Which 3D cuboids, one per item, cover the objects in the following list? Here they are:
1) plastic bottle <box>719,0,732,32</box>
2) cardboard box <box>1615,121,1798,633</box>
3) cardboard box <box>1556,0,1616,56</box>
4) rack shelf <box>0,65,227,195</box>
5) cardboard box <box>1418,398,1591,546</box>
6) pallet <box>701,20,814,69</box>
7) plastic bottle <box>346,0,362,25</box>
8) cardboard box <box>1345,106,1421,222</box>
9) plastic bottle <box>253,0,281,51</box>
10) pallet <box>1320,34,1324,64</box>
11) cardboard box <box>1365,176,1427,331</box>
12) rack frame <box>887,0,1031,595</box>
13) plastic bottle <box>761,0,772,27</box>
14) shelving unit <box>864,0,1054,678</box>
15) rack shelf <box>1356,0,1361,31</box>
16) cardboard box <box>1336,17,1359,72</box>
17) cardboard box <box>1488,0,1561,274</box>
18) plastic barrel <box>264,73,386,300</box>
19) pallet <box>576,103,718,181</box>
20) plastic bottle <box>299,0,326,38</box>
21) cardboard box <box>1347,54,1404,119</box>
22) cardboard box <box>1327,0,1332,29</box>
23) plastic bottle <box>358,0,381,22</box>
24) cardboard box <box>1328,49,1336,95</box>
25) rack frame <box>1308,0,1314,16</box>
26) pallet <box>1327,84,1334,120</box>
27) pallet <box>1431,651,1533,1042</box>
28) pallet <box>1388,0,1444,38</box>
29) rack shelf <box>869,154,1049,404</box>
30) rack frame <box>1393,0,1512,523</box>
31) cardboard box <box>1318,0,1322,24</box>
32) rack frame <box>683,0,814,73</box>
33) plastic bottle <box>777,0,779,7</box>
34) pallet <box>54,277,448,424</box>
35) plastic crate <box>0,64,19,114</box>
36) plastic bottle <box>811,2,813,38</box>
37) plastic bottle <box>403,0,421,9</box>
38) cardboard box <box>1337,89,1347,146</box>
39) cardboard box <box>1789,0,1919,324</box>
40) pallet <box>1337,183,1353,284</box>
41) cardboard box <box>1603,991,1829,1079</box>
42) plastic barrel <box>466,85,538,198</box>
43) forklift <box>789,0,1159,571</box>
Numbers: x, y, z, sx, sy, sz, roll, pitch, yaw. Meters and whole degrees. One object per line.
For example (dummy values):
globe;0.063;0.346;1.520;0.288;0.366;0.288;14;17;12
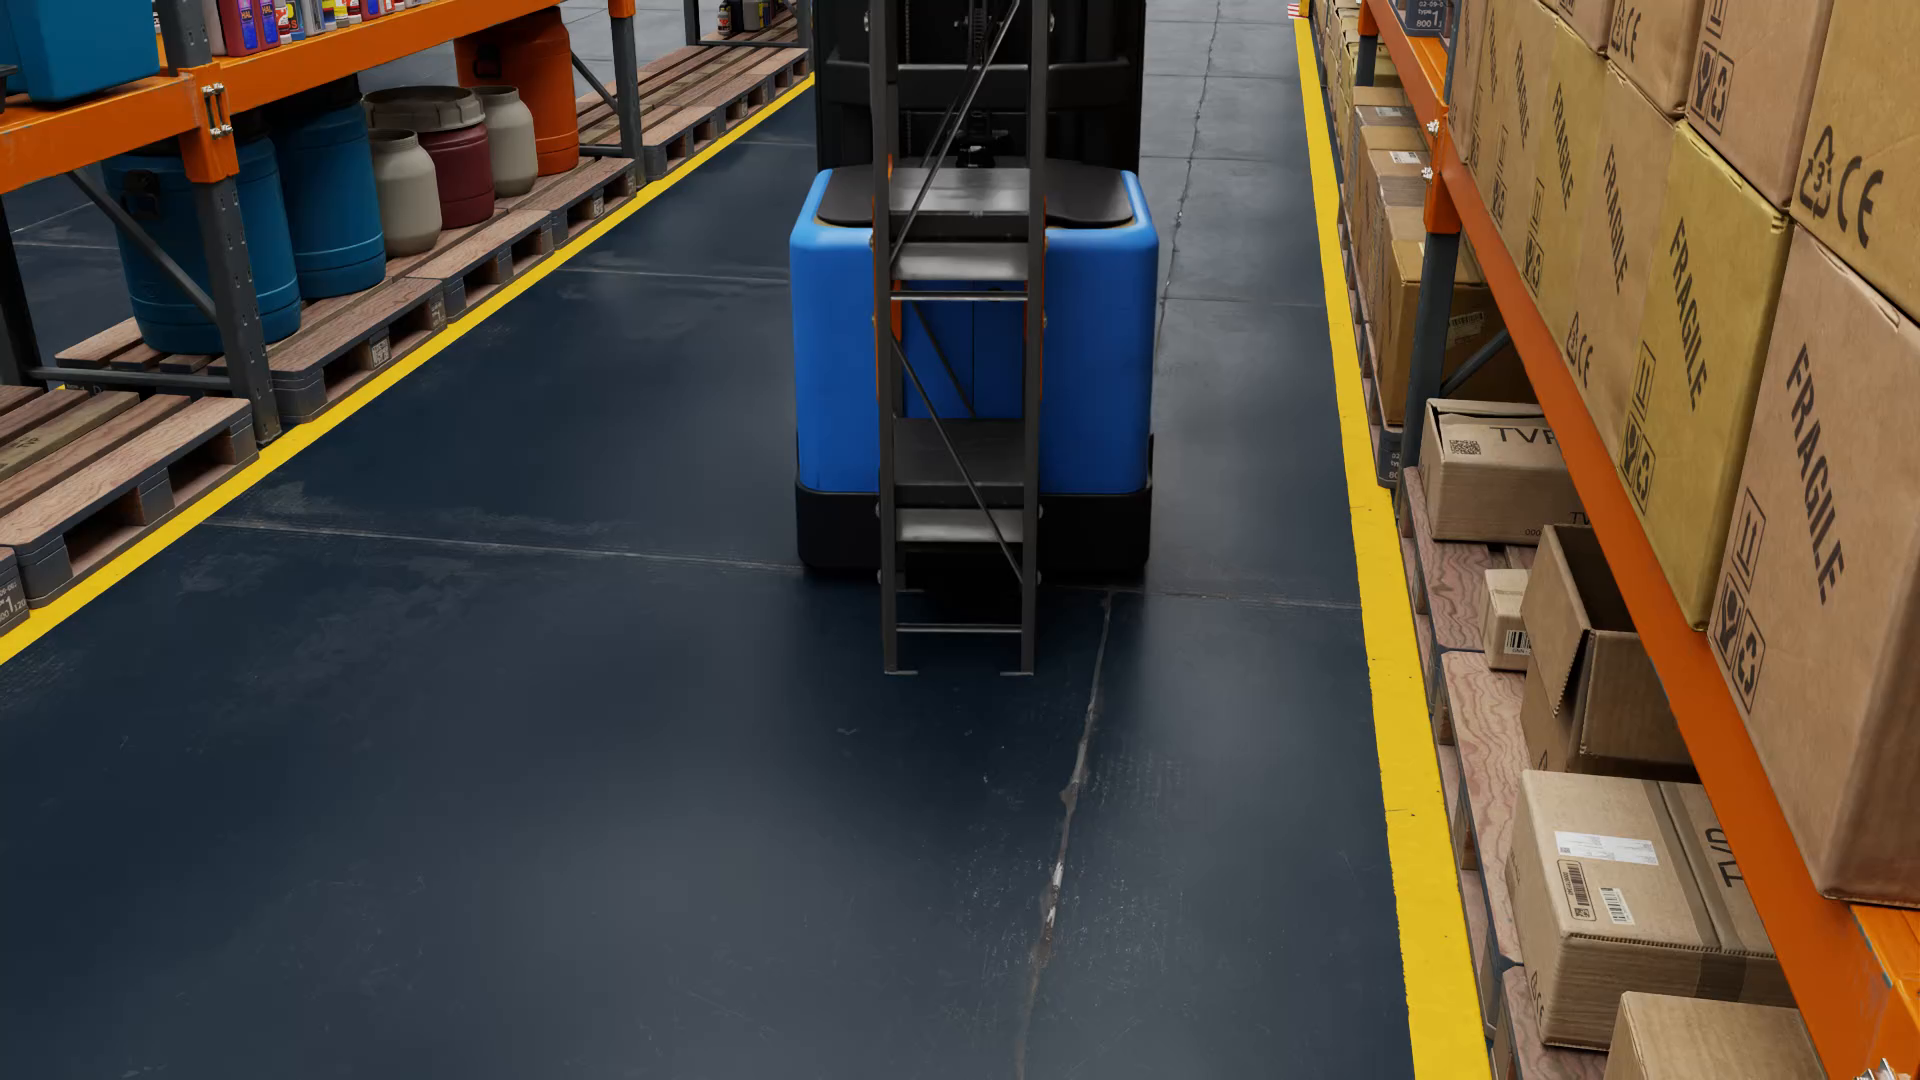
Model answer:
plastic bottle;-1.915;-4.290;13.562;0.061;0.283;0.133;5;26;11
cardboard box;1.143;-0.202;2.026;0.500;0.500;0.500;4;25;9
cardboard box;1.304;-1.080;2.722;0.500;0.500;0.500;5;26;10
rack shelf;-3.302;-0.589;3.818;1.077;0.370;4.000;4;25;9
cardboard box;1.629;-0.227;4.850;0.500;0.311;0.500;4;25;9
pallet;-1.517;-4.112;13.786;1.003;0.211;1.213;4;25;9
plastic bottle;-2.386;-2.109;6.453;0.097;0.201;0.097;0;25;0
cardboard box;2.128;-1.757;7.894;0.500;0.500;0.500;3;25;7
plastic bottle;-2.473;-1.878;5.861;0.061;0.283;0.133;4;25;9
pallet;3.390;-3.819;13.160;1.003;0.211;1.213;4;25;9
cardboard box;1.880;-1.116;6.525;0.500;0.500;0.500;4;25;9
rack frame;0.007;-0.792;4.465;0.400;2.100;0.015;0;25;1
plastic bottle;-1.665;-4.433;13.875;0.152;0.276;0.135;4;25;9
shelving unit;0.002;-0.689;4.244;0.431;2.100;0.503;0;25;1
rack shelf;2.891;-3.590;10.230;1.077;0.370;4.000;4;25;9
cardboard box;2.655;-3.153;10.533;0.500;0.311;0.500;5;25;10
cardboard box;1.394;-0.834;3.375;0.500;0.500;0.500;4;25;8
plastic barrel;-2.754;-1.513;6.925;0.600;0.901;0.708;4;25;9
pallet;-2.157;-2.482;10.305;1.003;0.211;1.213;4;25;9
plastic bottle;-2.464;-2.015;6.163;0.152;0.276;0.135;4;25;9
cardboard box;2.407;-2.514;9.170;0.500;0.311;0.500;5;25;10
cardboard box;2.905;-3.796;11.907;0.500;0.311;0.500;4;25;9
plastic bottle;-2.349;-2.194;6.536;0.061;0.283;0.133;4;25;9
cardboard box;2.741;-3.115;11.115;0.500;0.250;0.500;3;25;7
rack frame;3.872;-6.425;15.439;1.000;3.000;0.127;4;25;9
pallet;3.136;-3.179;11.792;1.003;0.211;1.213;4;25;9
pallet;1.601;0.656;3.601;1.003;0.211;1.213;4;25;9
pallet;2.251;-2.179;6.593;1.003;0.211;1.213;4;25;9
rack shelf;0.002;-0.676;4.250;0.431;0.518;0.480;0;25;1
rack frame;1.911;-1.406;4.716;1.000;3.000;0.127;4;25;9
cardboard box;3.318;-4.534;14.146;0.500;0.250;0.500;4;25;9
rack frame;-1.668;-5.097;12.601;1.000;3.000;0.127;4;25;9
plastic bottle;-1.673;-4.909;14.884;0.061;0.283;0.133;4;25;9
pallet;-2.808;-0.808;6.727;1.003;0.211;1.213;4;25;9
plastic crate;-2.893;-1.167;4.459;0.437;0.125;0.590;4;25;9
plastic bottle;-1.183;-4.164;13.306;0.097;0.271;0.097;0;25;0
plastic bottle;-2.335;-2.346;6.871;0.152;0.276;0.135;4;25;9
cardboard box;2.491;-2.477;9.752;0.500;0.250;0.500;4;25;8
cardboard box;1.059;-0.437;1.348;0.500;0.500;0.500;4;25;8
pallet;2.405;-1.507;8.220;1.003;0.211;1.213;4;25;9
cardboard box;1.103;0.955;2.101;0.500;0.500;0.500;4;25;9
plastic barrel;-2.389;-2.039;8.508;0.421;0.512;0.421;0;25;0
forklift;0.066;-1.817;5.674;1.130;2.935;3.031;0;25;1
